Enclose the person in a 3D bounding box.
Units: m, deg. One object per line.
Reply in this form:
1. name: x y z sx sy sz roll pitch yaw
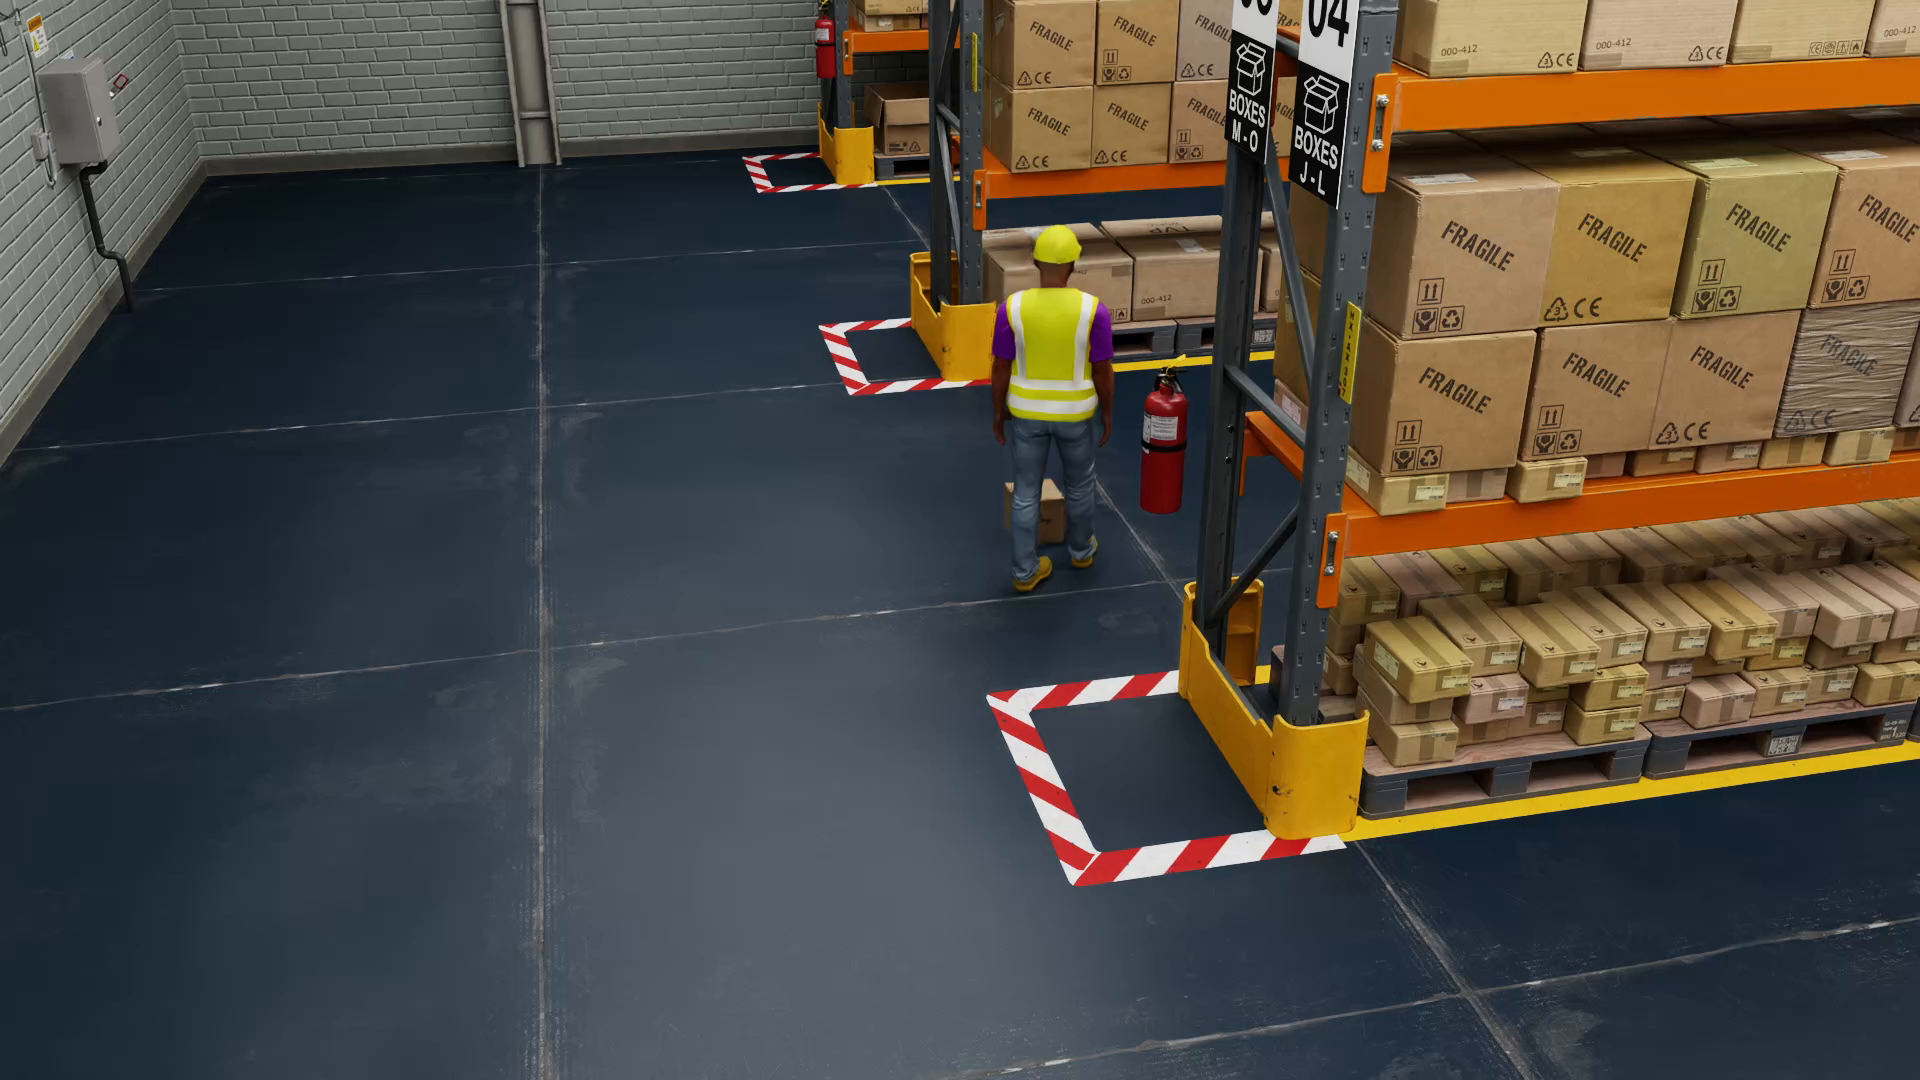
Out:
1. person: 0.444 -0.652 7.884 0.573 1.763 0.610 3 27 6
